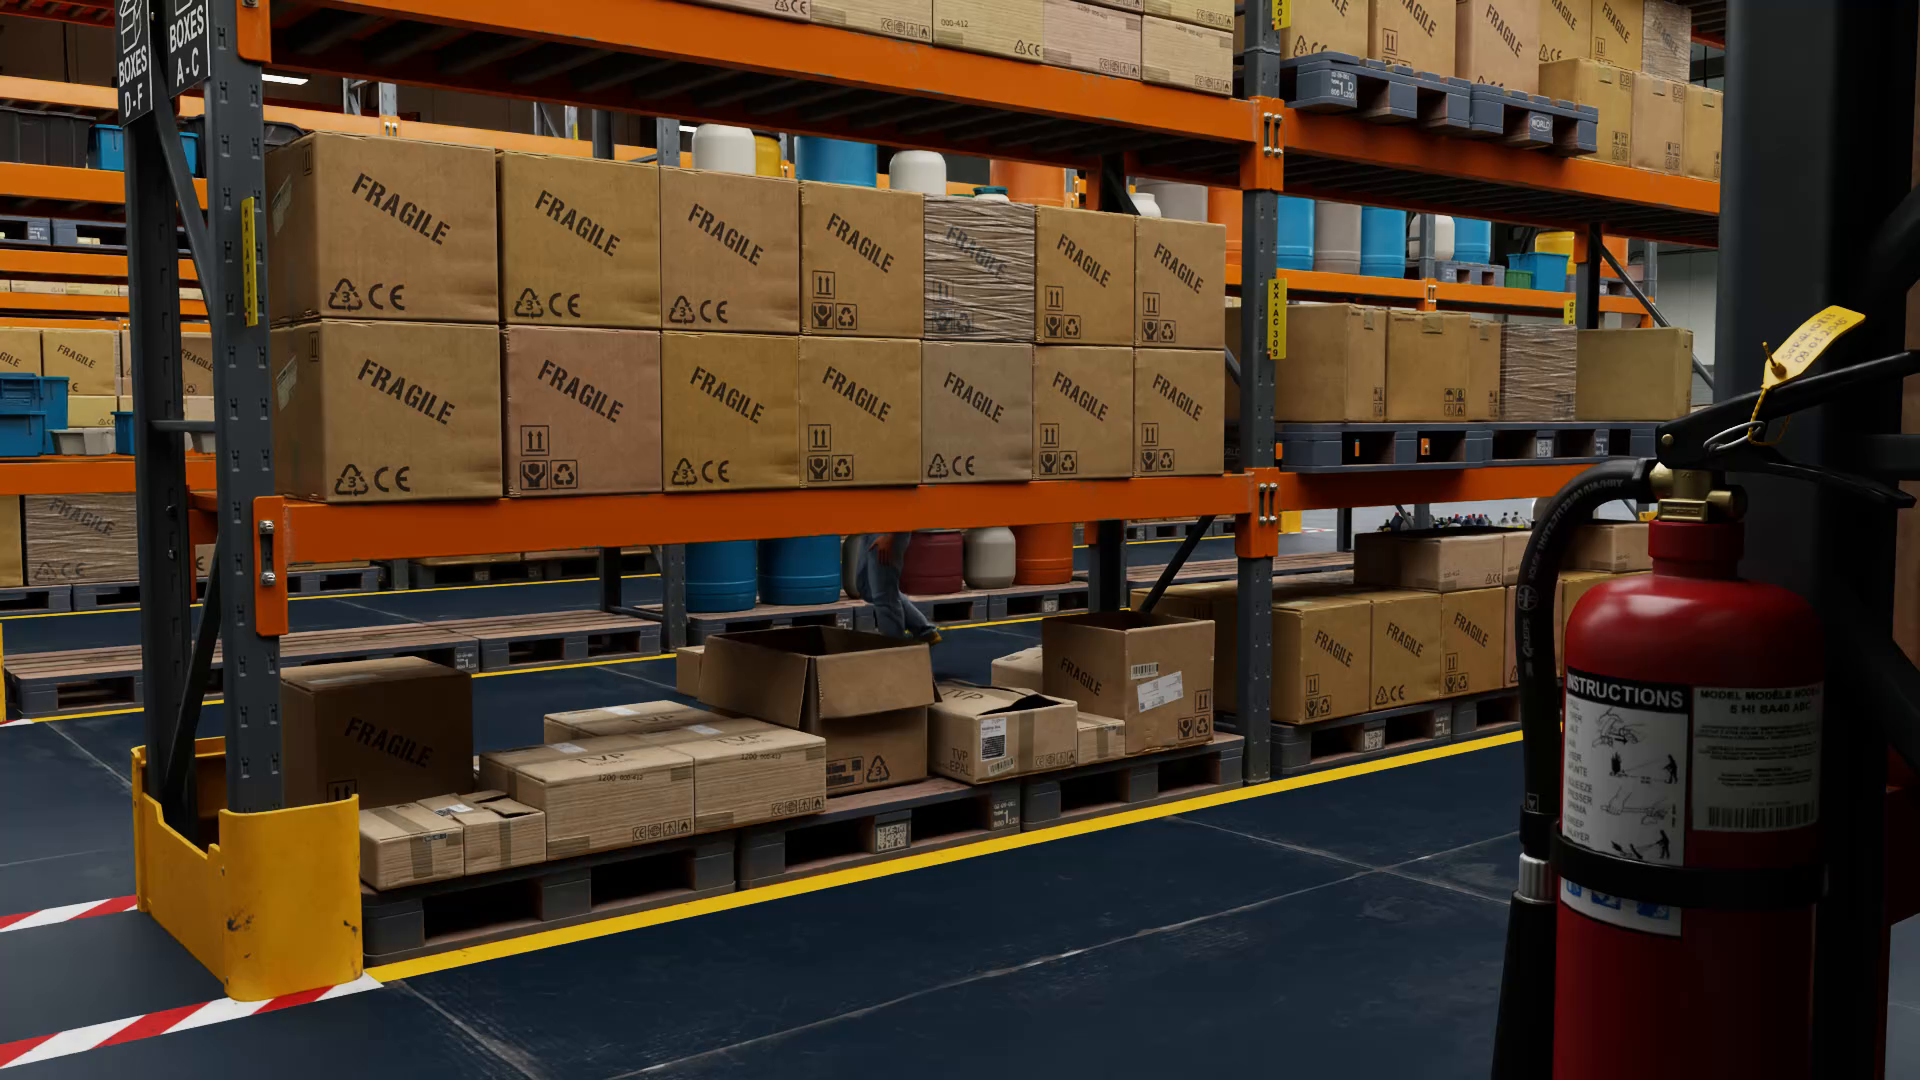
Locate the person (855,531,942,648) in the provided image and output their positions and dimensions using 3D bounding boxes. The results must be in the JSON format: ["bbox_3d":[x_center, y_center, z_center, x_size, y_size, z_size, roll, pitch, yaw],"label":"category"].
[{"bbox_3d":[-10.348,-4.170,16.107,17.581,9.000,17.705,-1,4,-11],"label":"person"}]
